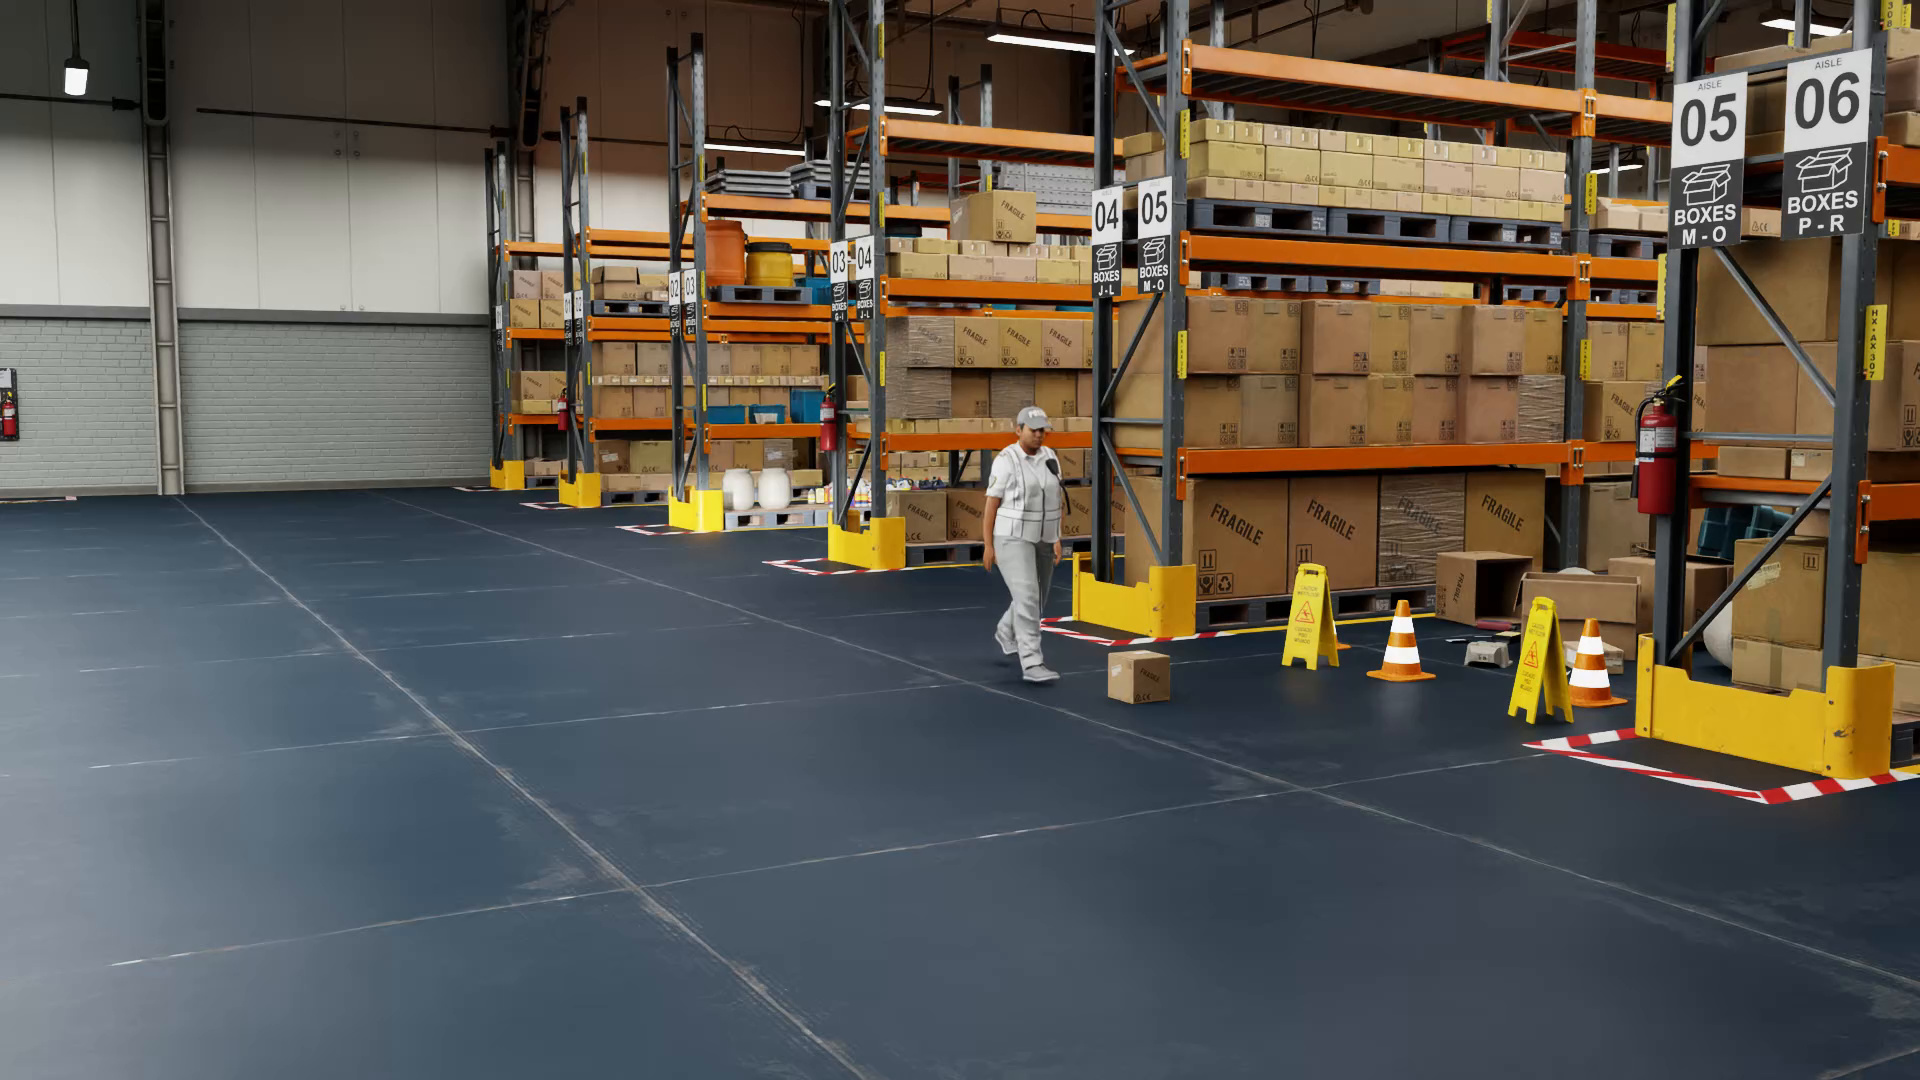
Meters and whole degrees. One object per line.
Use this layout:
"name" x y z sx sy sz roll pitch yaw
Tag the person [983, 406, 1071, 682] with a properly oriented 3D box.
"person" 0.377 -0.001 10.061 0.496 1.618 0.991 -3 6 -33
